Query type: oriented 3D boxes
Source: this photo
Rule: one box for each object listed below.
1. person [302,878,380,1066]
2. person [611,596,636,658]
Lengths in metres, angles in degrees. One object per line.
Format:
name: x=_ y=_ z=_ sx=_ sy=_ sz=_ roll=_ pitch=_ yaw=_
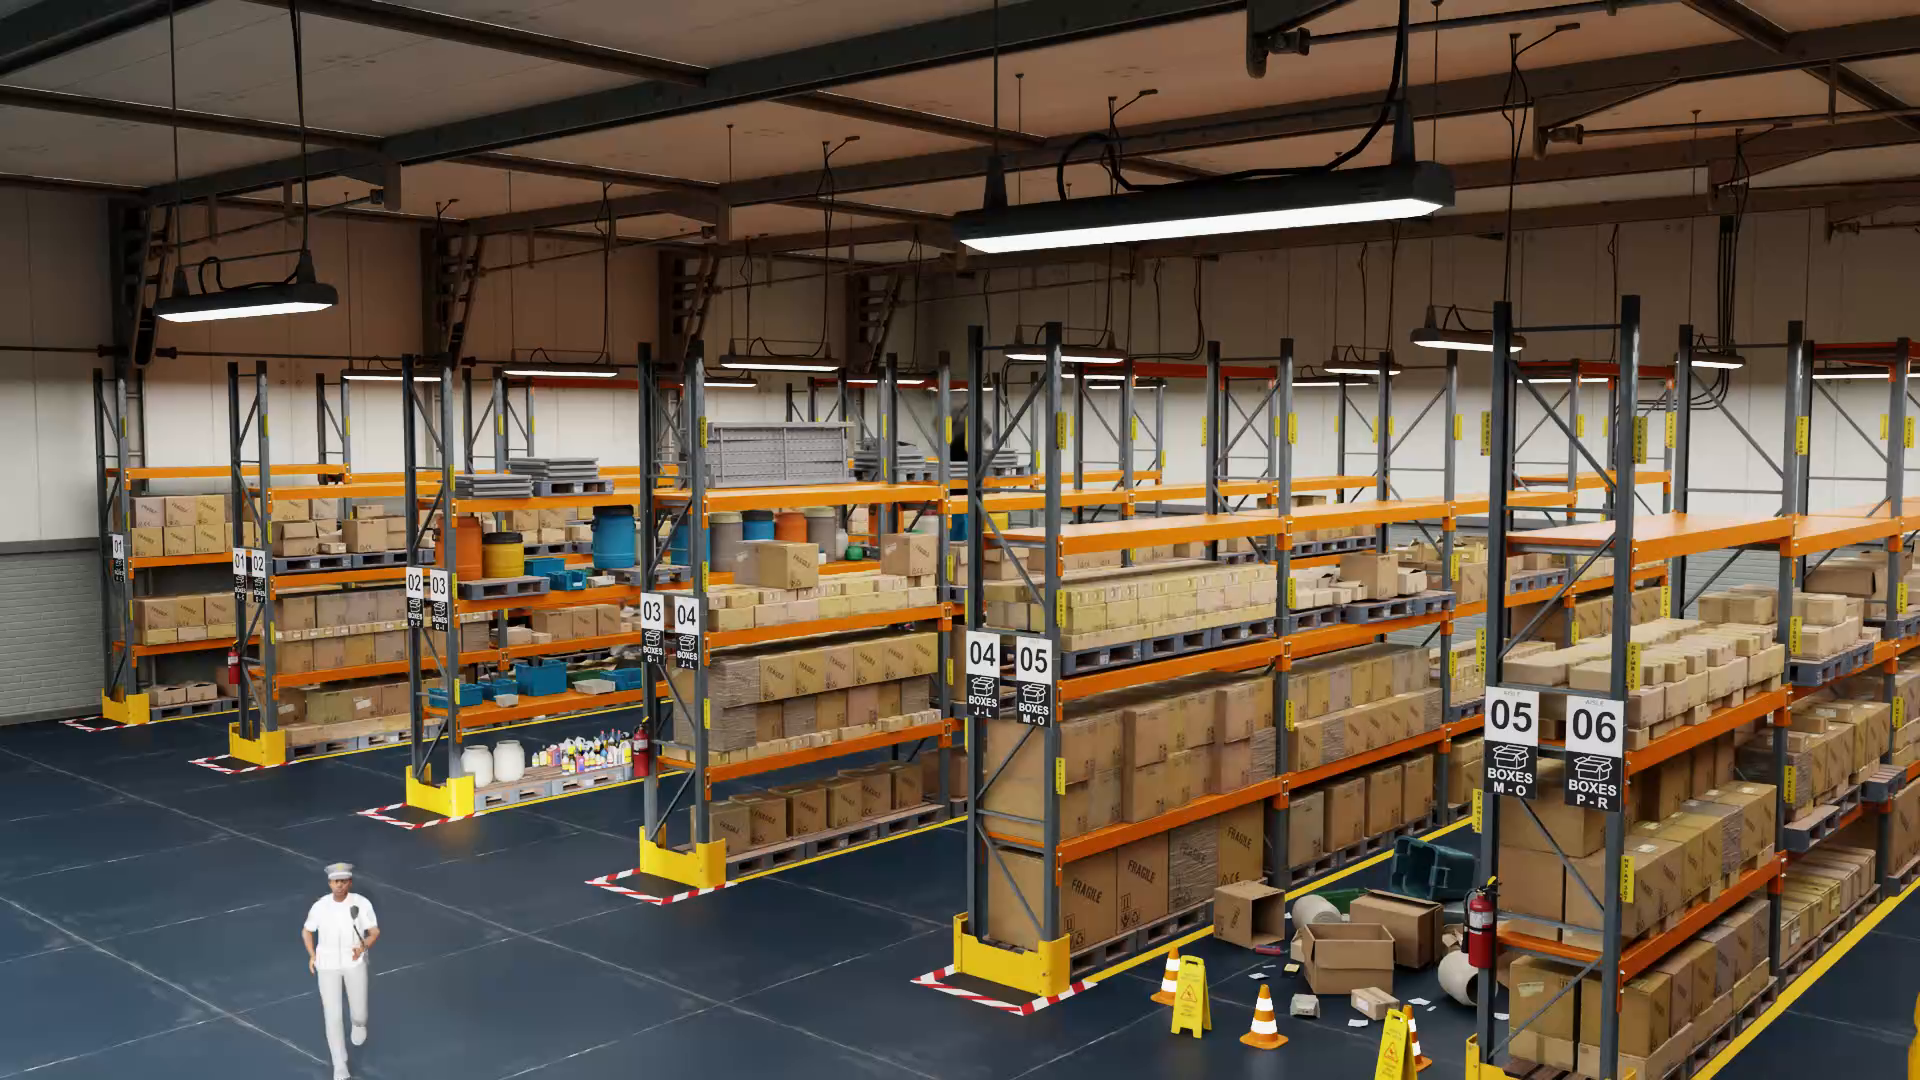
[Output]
person: x=-4.907 y=3.354 z=13.185 sx=0.584 sy=1.547 sz=0.644 roll=-1 pitch=4 yaw=-18
person: x=-6.621 y=1.866 z=32.822 sx=0.631 sy=1.666 sz=0.632 roll=4 pitch=6 yaw=42
